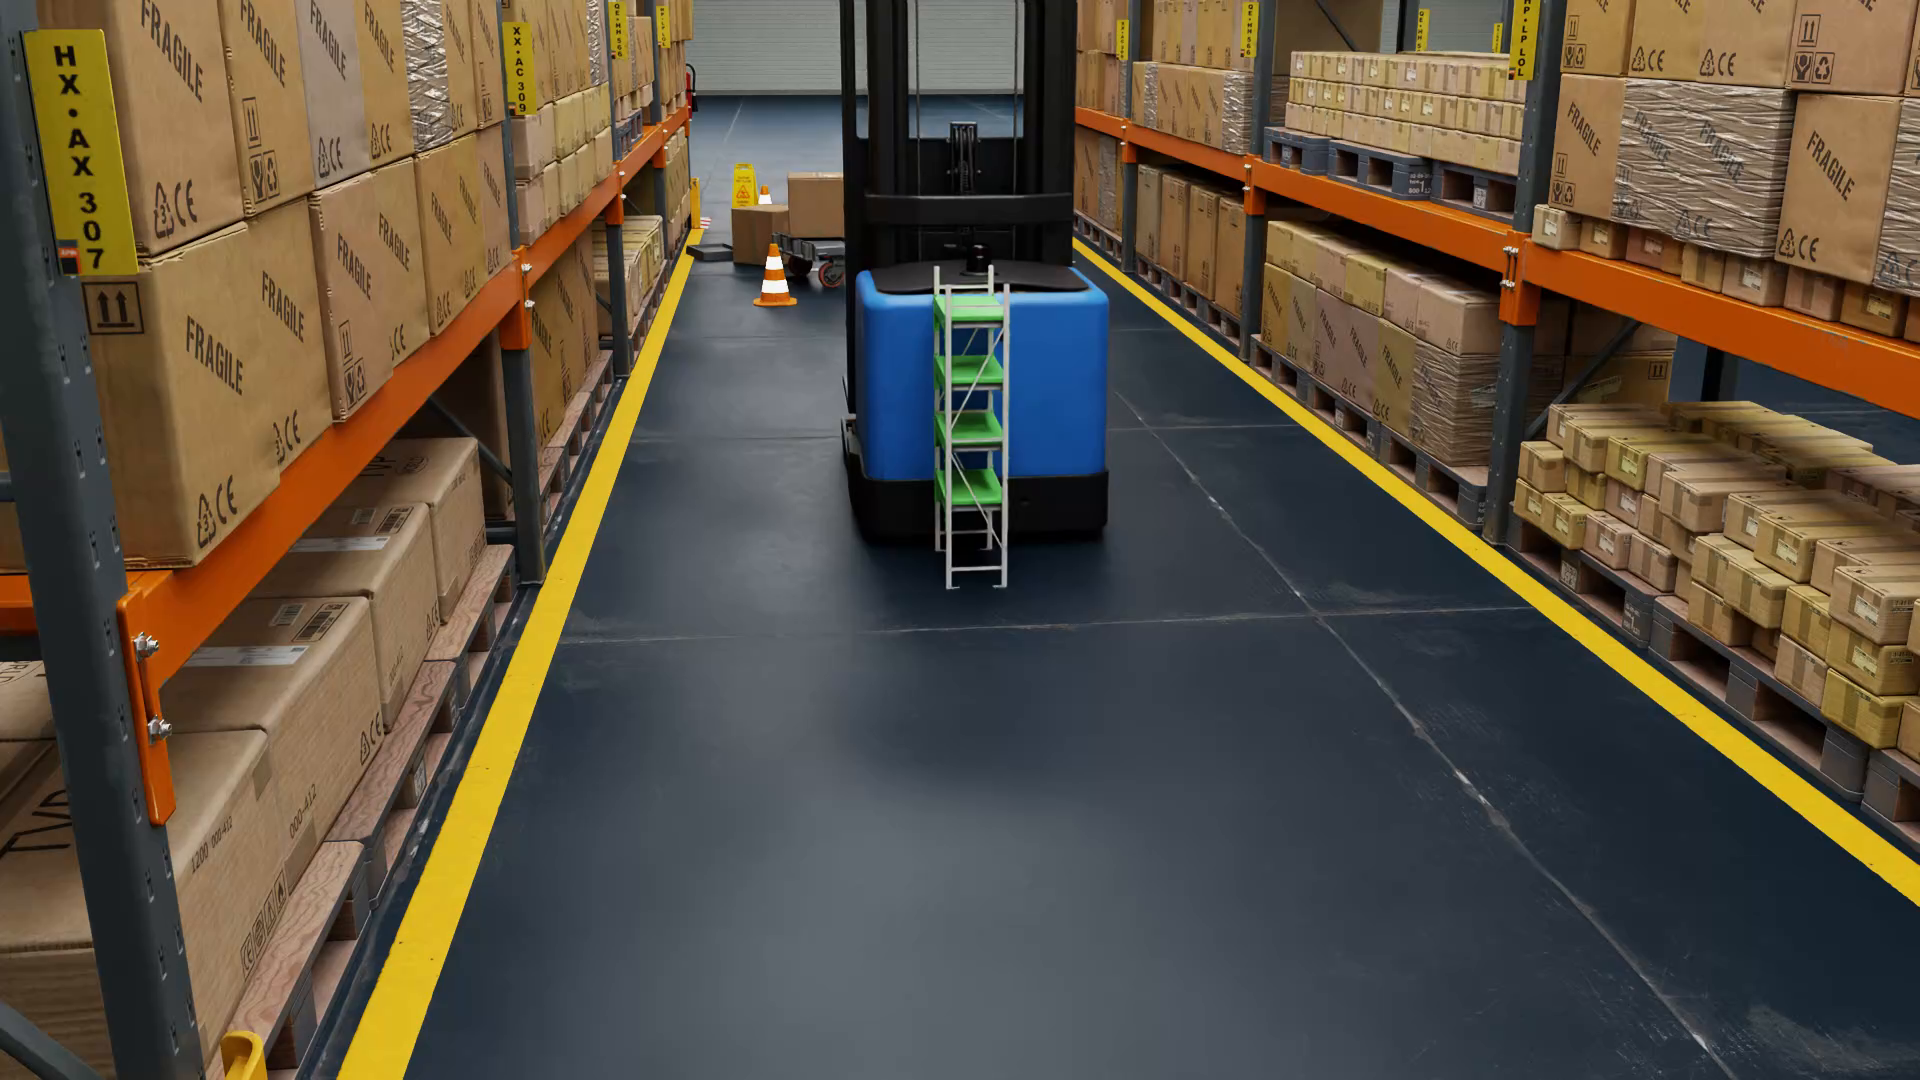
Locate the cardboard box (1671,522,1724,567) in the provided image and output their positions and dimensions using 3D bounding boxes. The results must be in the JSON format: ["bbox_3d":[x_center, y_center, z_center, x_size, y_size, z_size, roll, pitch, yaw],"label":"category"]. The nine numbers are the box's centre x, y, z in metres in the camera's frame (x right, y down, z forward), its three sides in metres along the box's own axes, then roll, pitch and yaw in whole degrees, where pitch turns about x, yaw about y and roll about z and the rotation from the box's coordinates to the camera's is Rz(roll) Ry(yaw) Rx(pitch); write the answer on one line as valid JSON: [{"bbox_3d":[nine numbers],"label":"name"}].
[{"bbox_3d":[2.682,0.011,5.695,0.380,0.149,0.250,-1,17,-3],"label":"cardboard box"}]

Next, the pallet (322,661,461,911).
[{"bbox_3d":[-2.027,0.675,4.674,1.003,0.211,1.213,-2,18,-6],"label":"pallet"}]

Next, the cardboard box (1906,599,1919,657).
[{"bbox_3d":[2.777,0.257,4.415,0.380,0.149,0.250,-2,18,-8],"label":"cardboard box"}]

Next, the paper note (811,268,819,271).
[{"bbox_3d":[-1.339,-2.426,14.854,0.148,0.019,0.142,-2,18,-6],"label":"paper note"}]

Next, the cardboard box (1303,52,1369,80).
[{"bbox_3d":[2.229,-2.764,9.699,0.380,0.149,0.250,-2,18,-7],"label":"cardboard box"}]

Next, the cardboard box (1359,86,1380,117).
[{"bbox_3d":[2.329,-2.312,8.755,0.380,0.149,0.250,-2,18,-6],"label":"cardboard box"}]

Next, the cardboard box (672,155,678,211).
[{"bbox_3d":[-2.841,-3.222,15.068,0.500,0.500,0.500,-1,17,-3],"label":"cardboard box"}]

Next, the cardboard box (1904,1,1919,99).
[{"bbox_3d":[2.760,-1.341,4.107,0.500,0.500,0.500,-1,17,-3],"label":"cardboard box"}]

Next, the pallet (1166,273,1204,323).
[{"bbox_3d":[2.215,-1.893,12.854,1.003,0.211,1.213,-2,18,-6],"label":"pallet"}]

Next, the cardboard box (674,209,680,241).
[{"bbox_3d":[-2.840,-2.863,15.179,0.500,0.250,0.500,-1,17,-3],"label":"cardboard box"}]

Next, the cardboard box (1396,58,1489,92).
[{"bbox_3d":[2.387,-2.298,8.214,0.380,0.149,0.250,-3,18,-8],"label":"cardboard box"}]

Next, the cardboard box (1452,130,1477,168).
[{"bbox_3d":[2.468,-1.776,7.545,0.380,0.149,0.250,-2,18,-6],"label":"cardboard box"}]

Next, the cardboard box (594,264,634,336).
[{"bbox_3d":[-2.617,-1.556,10.810,0.950,0.372,0.625,-3,18,-9],"label":"cardboard box"}]

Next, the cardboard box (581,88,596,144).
[{"bbox_3d":[-2.137,-2.166,8.485,0.500,0.250,0.500,-2,18,-7],"label":"cardboard box"}]

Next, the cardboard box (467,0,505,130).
[{"bbox_3d":[-1.833,-1.641,5.561,0.500,0.500,0.500,-2,18,-6],"label":"cardboard box"}]

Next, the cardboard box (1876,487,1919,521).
[{"bbox_3d":[3.260,-0.071,5.462,0.380,0.149,0.250,-2,18,-8],"label":"cardboard box"}]

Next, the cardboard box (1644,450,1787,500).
[{"bbox_3d":[2.680,-0.212,5.909,0.380,0.149,0.250,-2,18,-7],"label":"cardboard box"}]

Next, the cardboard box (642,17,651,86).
[{"bbox_3d":[-2.653,-3.744,12.730,0.500,0.500,0.500,-2,18,-5],"label":"cardboard box"}]

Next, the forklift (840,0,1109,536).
[{"bbox_3d":[-0.032,-1.812,8.055,1.130,2.935,3.031,-2,18,-6],"label":"forklift"}]

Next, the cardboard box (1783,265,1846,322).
[{"bbox_3d":[2.718,-0.748,4.971,0.380,0.149,0.250,-1,17,-4],"label":"cardboard box"}]

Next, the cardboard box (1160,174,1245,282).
[{"bbox_3d":[2.181,-2.472,13.099,1.050,0.750,0.750,-2,18,-6],"label":"cardboard box"}]

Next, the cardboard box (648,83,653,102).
[{"bbox_3d":[-2.654,-3.568,13.252,0.380,0.149,0.250,-2,17,-5],"label":"cardboard box"}]

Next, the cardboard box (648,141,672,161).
[{"bbox_3d":[-2.727,-3.411,14.589,0.380,0.149,0.250,-2,17,-5],"label":"cardboard box"}]

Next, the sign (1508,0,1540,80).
[{"bbox_3d":[2.205,-1.966,6.498,0.100,0.325,0.005,-2,18,-6],"label":"sign"}]

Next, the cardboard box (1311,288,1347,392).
[{"bbox_3d":[2.276,-1.110,9.177,0.500,0.500,0.500,-2,18,-7],"label":"cardboard box"}]

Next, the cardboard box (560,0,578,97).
[{"bbox_3d":[-2.105,-2.367,7.874,0.500,0.500,0.500,-2,18,-7],"label":"cardboard box"}]

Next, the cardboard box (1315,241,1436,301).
[{"bbox_3d":[2.265,-1.477,9.094,0.500,0.250,0.500,-2,18,-5],"label":"cardboard box"}]

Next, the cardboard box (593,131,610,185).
[{"bbox_3d":[-2.190,-2.074,9.027,0.500,0.250,0.500,-1,17,-5],"label":"cardboard box"}]

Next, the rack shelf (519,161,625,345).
[{"bbox_3d":[-2.363,-1.501,8.152,1.077,0.370,4.000,-2,18,-6],"label":"rack shelf"}]

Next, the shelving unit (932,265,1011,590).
[{"bbox_3d":[0.041,-0.454,6.621,0.258,1.200,0.503,-2,18,-6],"label":"shelving unit"}]

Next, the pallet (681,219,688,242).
[{"bbox_3d":[-3.338,-3.228,17.105,1.003,0.211,1.213,-2,18,-6],"label":"pallet"}]

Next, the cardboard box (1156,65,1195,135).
[{"bbox_3d":[1.820,-3.398,12.827,0.500,0.500,0.500,-2,18,-6],"label":"cardboard box"}]

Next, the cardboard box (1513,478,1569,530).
[{"bbox_3d":[2.475,-0.153,6.716,0.380,0.149,0.250,-3,18,-8],"label":"cardboard box"}]

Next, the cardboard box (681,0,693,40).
[{"bbox_3d":[-2.925,-5.045,15.907,0.700,0.500,0.500,-2,18,-6],"label":"cardboard box"}]

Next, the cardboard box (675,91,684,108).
[{"bbox_3d":[-2.945,-4.374,16.522,0.380,0.149,0.250,-1,17,-5],"label":"cardboard box"}]

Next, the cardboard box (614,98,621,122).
[{"bbox_3d":[-2.396,-2.792,10.780,0.380,0.149,0.250,-3,18,-9],"label":"cardboard box"}]

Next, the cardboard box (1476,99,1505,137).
[{"bbox_3d":[2.491,-1.845,7.268,0.380,0.149,0.250,-2,18,-5],"label":"cardboard box"}]

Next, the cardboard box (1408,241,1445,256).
[{"bbox_3d":[2.775,-1.491,9.139,0.500,0.250,0.500,-1,17,-4],"label":"cardboard box"}]

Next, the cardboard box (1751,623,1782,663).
[{"bbox_3d":[2.752,0.308,5.247,0.380,0.149,0.250,-1,17,-4],"label":"cardboard box"}]

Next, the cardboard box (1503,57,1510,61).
[{"bbox_3d":[3.008,-2.393,8.516,0.380,0.149,0.250,-1,17,-4],"label":"cardboard box"}]

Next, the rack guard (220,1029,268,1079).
[{"bbox_3d":[-1.741,1.143,2.702,1.175,0.500,0.348,-2,18,-6],"label":"rack guard"}]

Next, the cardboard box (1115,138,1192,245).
[{"bbox_3d":[1.936,-3.191,15.180,0.875,0.875,0.875,-2,17,-5],"label":"cardboard box"}]

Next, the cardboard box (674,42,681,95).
[{"bbox_3d":[-2.969,-4.562,16.036,0.500,0.500,0.500,-2,18,-6],"label":"cardboard box"}]

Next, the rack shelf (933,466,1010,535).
[{"bbox_3d":[0.041,-0.164,6.712,0.258,0.148,0.480,-2,18,-6],"label":"rack shelf"}]

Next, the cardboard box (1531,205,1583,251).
[{"bbox_3d":[2.460,-1.217,6.466,0.380,0.149,0.250,-1,17,-4],"label":"cardboard box"}]

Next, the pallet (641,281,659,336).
[{"bbox_3d":[-2.771,-1.705,12.257,1.003,0.211,1.213,-2,18,-6],"label":"pallet"}]

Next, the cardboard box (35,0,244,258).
[{"bbox_3d":[-1.510,-0.733,2.669,0.500,0.500,0.500,-2,18,-7],"label":"cardboard box"}]

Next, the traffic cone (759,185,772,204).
[{"bbox_3d":[-2.067,-3.525,17.633,0.336,0.463,0.334,-2,18,-6],"label":"traffic cone"}]

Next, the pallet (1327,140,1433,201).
[{"bbox_3d":[2.589,-1.943,8.679,1.003,0.211,1.213,-2,18,-6],"label":"pallet"}]

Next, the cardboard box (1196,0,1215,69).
[{"bbox_3d":[2.146,-3.738,12.239,0.700,0.500,0.500,-2,18,-6],"label":"cardboard box"}]

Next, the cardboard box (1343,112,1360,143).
[{"bbox_3d":[2.305,-2.244,9.037,0.380,0.149,0.250,-1,17,-4],"label":"cardboard box"}]

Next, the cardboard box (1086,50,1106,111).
[{"bbox_3d":[1.709,-4.479,16.185,0.875,0.550,0.500,-2,18,-6],"label":"cardboard box"}]

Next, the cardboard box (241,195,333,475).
[{"bbox_3d":[-1.588,-0.406,3.296,0.500,0.500,0.500,-2,18,-6],"label":"cardboard box"}]

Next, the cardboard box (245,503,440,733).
[{"bbox_3d":[-2.106,0.231,5.011,0.875,0.438,0.875,-2,18,-7],"label":"cardboard box"}]

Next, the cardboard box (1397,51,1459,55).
[{"bbox_3d":[2.851,-2.856,9.991,0.380,0.149,0.250,-2,18,-8],"label":"cardboard box"}]

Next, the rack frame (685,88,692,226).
[{"bbox_3d":[-3.394,-4.824,17.534,1.000,3.000,0.127,-2,18,-6],"label":"rack frame"}]
